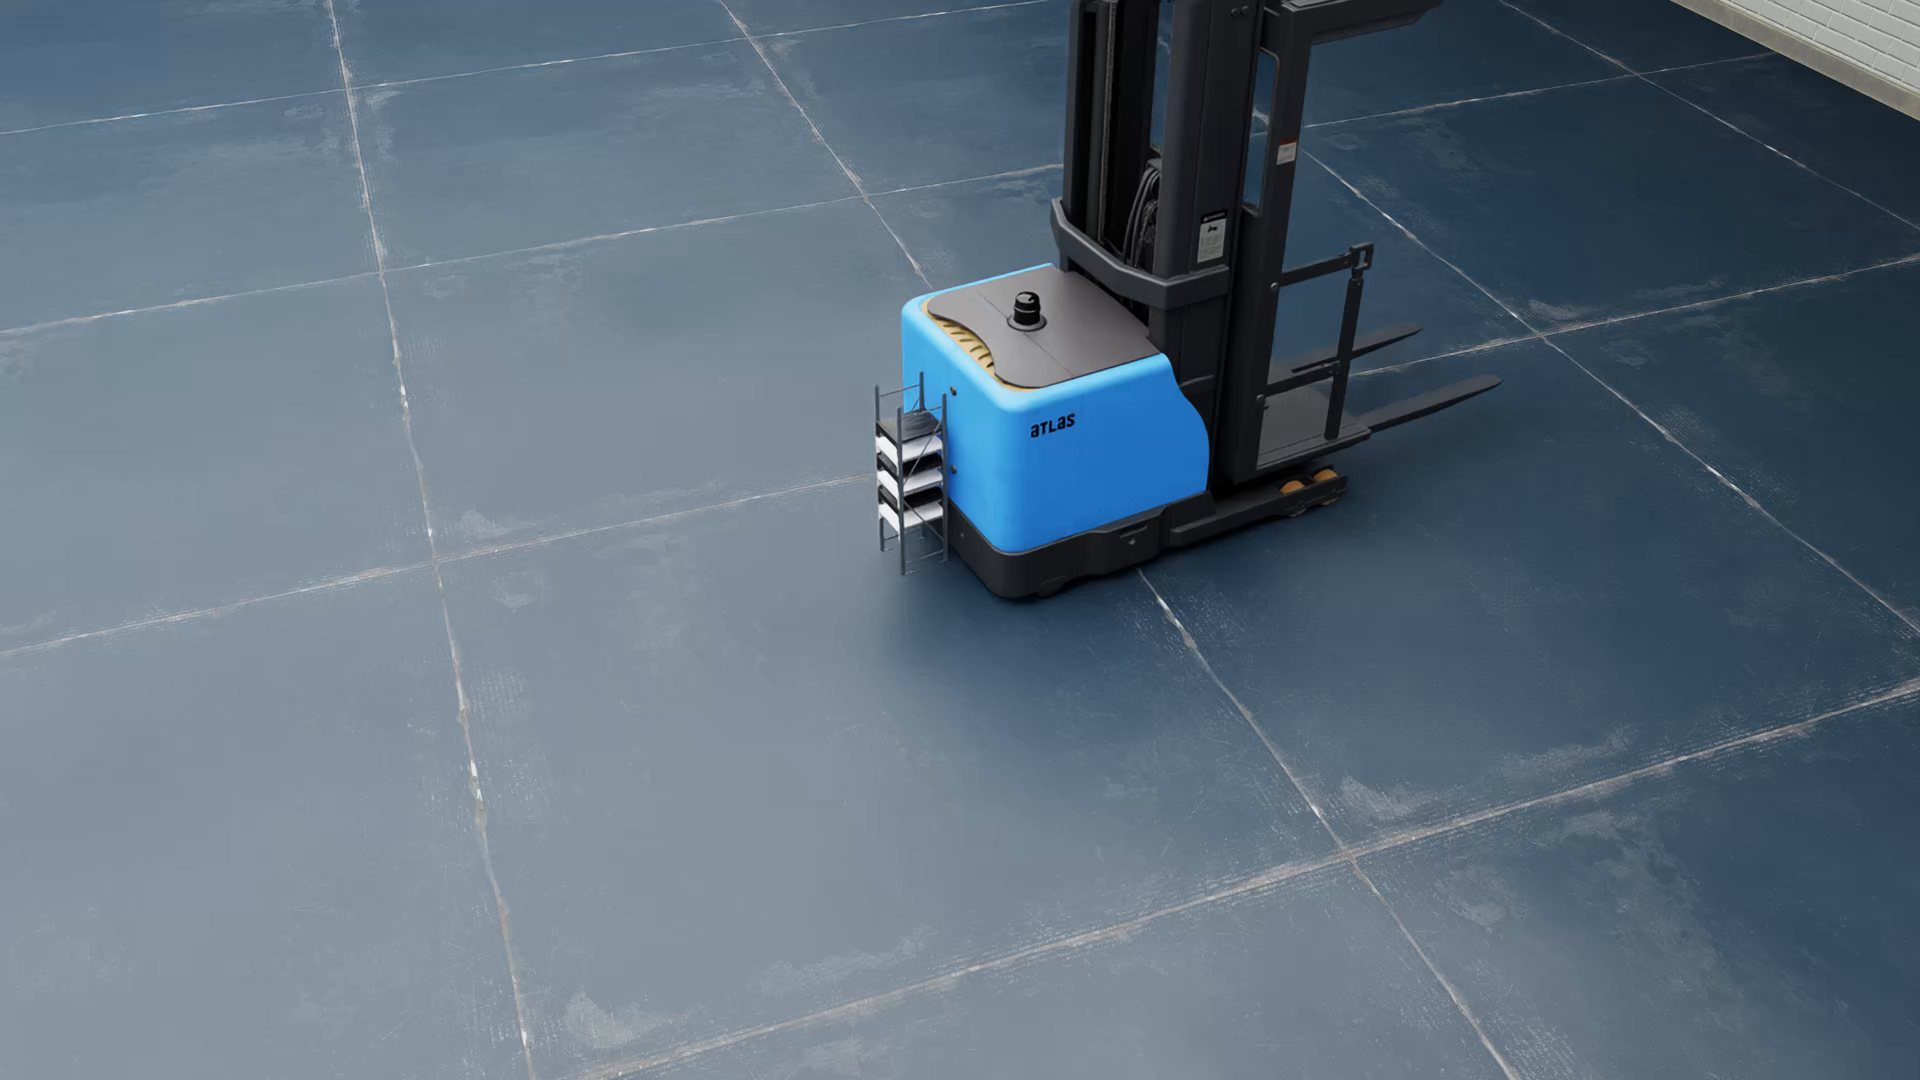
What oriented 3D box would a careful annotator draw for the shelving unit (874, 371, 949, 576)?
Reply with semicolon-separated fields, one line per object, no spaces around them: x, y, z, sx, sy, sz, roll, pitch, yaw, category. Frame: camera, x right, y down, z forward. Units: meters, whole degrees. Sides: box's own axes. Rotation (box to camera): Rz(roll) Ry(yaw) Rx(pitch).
-0.212;-0.285;7.381;0.258;0.900;0.210;-19;41;-23;shelving unit

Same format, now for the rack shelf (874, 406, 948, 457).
-0.212;-0.474;7.238;0.258;0.077;0.200;-19;41;-23;rack shelf

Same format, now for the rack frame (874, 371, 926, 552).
-0.263;-0.338;7.451;0.240;0.900;0.006;-19;41;-23;rack frame

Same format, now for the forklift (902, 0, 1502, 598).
1.269;-1.546;7.366;3.031;2.935;1.130;-18;41;-22;forklift

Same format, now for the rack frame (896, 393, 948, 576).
-0.162;-0.232;7.310;0.240;0.900;0.006;-19;41;-23;rack frame

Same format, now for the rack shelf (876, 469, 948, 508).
-0.212;-0.258;7.401;0.258;0.077;0.200;-19;41;-23;rack shelf

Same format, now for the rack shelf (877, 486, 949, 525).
-0.212;-0.187;7.455;0.258;0.077;0.200;-19;41;-23;rack shelf

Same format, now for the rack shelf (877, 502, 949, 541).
-0.212;-0.115;7.509;0.258;0.077;0.200;-19;41;-23;rack shelf

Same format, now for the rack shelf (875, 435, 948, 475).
-0.212;-0.402;7.292;0.258;0.077;0.200;-19;41;-23;rack shelf

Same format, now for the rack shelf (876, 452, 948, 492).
-0.212;-0.330;7.346;0.258;0.077;0.200;-19;41;-23;rack shelf
